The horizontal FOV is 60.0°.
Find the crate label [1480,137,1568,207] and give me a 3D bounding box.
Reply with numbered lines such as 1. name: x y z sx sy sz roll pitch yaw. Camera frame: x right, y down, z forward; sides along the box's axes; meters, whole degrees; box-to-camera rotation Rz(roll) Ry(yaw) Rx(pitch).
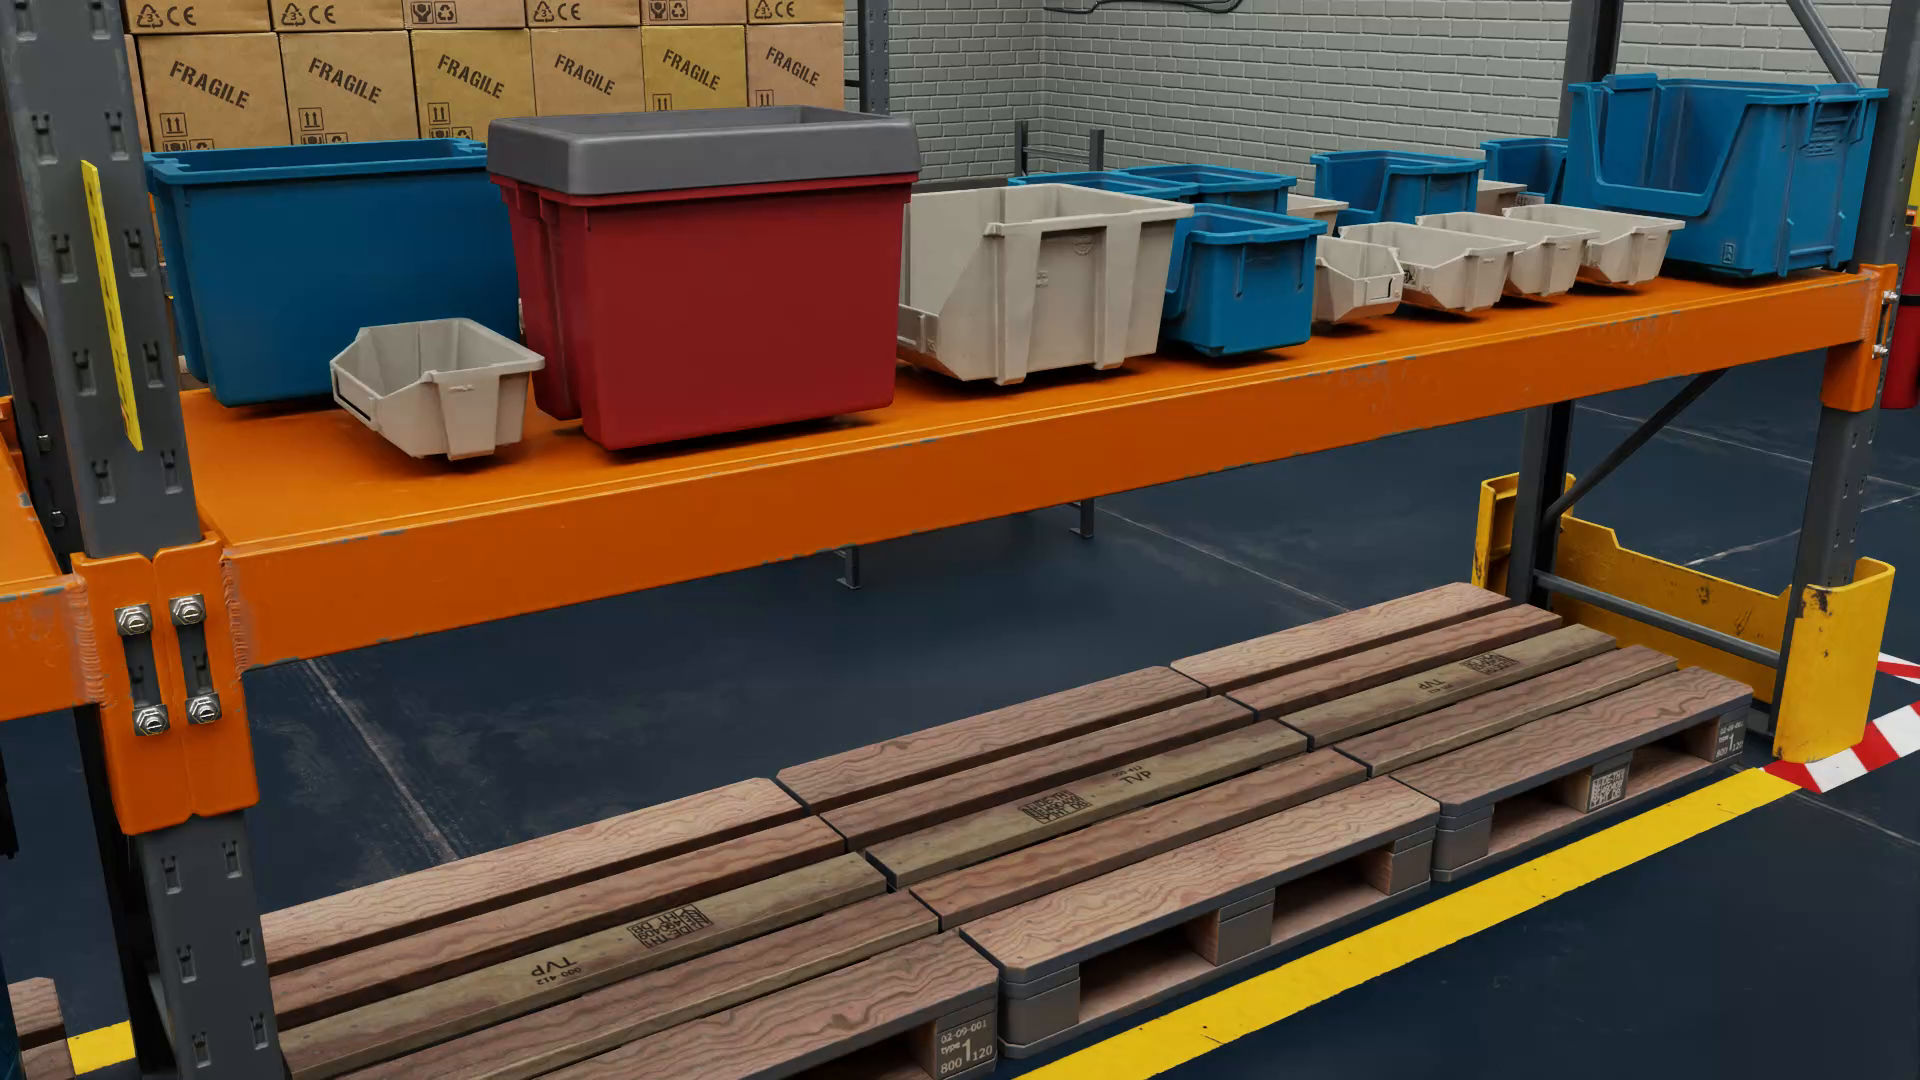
1. crate label: 1.670 -0.984 4.640 0.303 0.233 0.416 -12 22 -31

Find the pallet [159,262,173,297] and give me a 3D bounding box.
1. pallet: -5.034 -1.944 11.666 1.213 0.211 1.003 -12 22 -31

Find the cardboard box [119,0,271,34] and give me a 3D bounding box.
1. cardboard box: -3.025 -2.231 6.444 0.500 0.500 0.500 -13 22 -33

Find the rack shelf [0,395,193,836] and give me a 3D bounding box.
1. rack shelf: -2.954 0.407 1.480 4.000 0.370 1.077 -12 22 -31

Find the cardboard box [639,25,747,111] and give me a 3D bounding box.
1. cardboard box: -1.319 -2.119 7.674 0.500 0.500 0.500 -12 22 -31

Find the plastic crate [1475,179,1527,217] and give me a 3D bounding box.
1. plastic crate: 1.357 -0.904 4.554 0.298 0.136 0.250 -12 22 -31

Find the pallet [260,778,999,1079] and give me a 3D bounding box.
1. pallet: -0.690 0.895 3.267 1.213 0.211 1.003 -12 22 -31

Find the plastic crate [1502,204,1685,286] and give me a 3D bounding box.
1. plastic crate: 1.476 -0.702 3.955 0.243 0.136 0.396 -12 22 -31

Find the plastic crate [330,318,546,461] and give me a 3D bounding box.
1. plastic crate: -0.816 -0.233 2.569 0.243 0.136 0.396 -12 22 -31

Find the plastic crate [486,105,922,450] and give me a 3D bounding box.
1. plastic crate: -0.400 -0.435 2.654 0.583 0.464 0.402 -12 22 -31

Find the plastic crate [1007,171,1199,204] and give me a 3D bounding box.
1. plastic crate: 0.320 -0.699 3.798 0.300 0.233 0.416 -12 22 -31

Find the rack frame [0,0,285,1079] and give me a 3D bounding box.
1. rack frame: -1.283 -0.286 2.407 0.127 3.000 1.000 -12 22 -31

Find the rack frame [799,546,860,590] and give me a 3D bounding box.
1. rack frame: -0.496 -0.606 5.695 0.032 1.500 0.500 -12 22 -31

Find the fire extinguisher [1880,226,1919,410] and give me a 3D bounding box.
1. fire extinguisher: 2.433 -0.682 4.282 0.183 0.674 0.296 -12 22 -31

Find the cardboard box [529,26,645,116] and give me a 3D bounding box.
1. cardboard box: -1.739 -2.033 7.419 0.500 0.500 0.500 -12 22 -31

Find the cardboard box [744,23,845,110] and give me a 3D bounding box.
1. cardboard box: -0.888 -2.212 7.947 0.500 0.500 0.500 -11 22 -30

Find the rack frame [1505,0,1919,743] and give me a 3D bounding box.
1. rack frame: 2.057 -0.990 4.491 0.127 3.000 1.000 -12 22 -31

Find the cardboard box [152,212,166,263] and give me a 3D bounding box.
1. cardboard box: -5.630 -2.143 11.146 0.500 0.500 0.700 -12 22 -32

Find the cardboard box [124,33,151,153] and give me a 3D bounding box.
1. cardboard box: -3.429 -1.676 6.362 0.500 0.500 0.500 -11 22 -30

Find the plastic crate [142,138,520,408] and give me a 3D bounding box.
1. plastic crate: -1.081 -0.480 2.913 0.575 0.384 0.392 -12 22 -31

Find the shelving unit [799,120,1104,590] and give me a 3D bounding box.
1. shelving unit: -0.071 -0.695 5.960 1.048 1.500 0.538 -12 22 -31

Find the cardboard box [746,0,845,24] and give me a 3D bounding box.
1. cardboard box: -0.884 -2.685 7.786 0.500 0.500 0.500 -12 22 -32

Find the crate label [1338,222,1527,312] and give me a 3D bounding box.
1. crate label: 1.007 -0.599 3.651 0.243 0.136 0.396 -12 22 -31

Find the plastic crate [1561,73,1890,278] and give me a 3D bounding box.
1. plastic crate: 1.881 -0.927 4.153 0.499 0.435 0.616 -12 22 -31

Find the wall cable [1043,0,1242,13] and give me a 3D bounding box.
1. wall cable: 1.529 -5.912 14.530 0.112 2.526 3.097 -12 22 -31

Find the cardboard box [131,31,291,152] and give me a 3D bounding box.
1. cardboard box: -3.003 -1.767 6.631 0.500 0.500 0.500 -11 22 -30

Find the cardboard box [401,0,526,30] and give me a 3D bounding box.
1. cardboard box: -2.165 -2.413 6.981 0.500 0.500 0.500 -11 22 -30

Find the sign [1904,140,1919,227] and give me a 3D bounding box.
1. sign: 2.374 -0.923 4.038 0.005 0.325 0.100 -12 22 -31

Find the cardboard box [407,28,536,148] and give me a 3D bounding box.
1. cardboard box: -2.160 -1.944 7.156 0.500 0.500 0.500 -12 22 -32

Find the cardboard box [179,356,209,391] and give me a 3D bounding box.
1. cardboard box: -3.404 -0.728 7.478 0.250 0.149 0.380 -12 22 -31

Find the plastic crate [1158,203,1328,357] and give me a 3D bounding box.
1. plastic crate: 0.483 -0.509 3.235 0.300 0.233 0.416 -12 22 -31

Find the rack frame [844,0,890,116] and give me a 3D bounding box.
1. rack frame: -0.664 -2.316 8.412 0.127 3.000 1.000 -12 22 -31

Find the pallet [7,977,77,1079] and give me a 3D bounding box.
1. pallet: -1.951 1.160 2.484 1.213 0.211 1.003 -12 22 -31

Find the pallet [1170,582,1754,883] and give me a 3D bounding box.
1. pallet: 1.347 0.465 4.539 1.213 0.211 1.003 -12 22 -31

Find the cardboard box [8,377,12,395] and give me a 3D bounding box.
1. cardboard box: -3.535 -0.562 6.736 0.500 0.311 0.500 -12 22 -31

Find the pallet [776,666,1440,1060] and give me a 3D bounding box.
1. pallet: 0.329 0.679 3.907 1.213 0.211 1.003 -12 22 -31

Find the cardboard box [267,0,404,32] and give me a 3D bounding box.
1. cardboard box: -2.596 -2.322 6.711 0.500 0.500 0.500 -13 22 -33

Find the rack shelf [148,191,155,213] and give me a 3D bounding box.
1. rack shelf: -2.334 -1.623 7.485 4.000 0.370 1.077 -12 22 -31

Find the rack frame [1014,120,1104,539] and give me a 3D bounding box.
1. rack frame: 0.353 -0.785 6.225 0.032 1.500 0.500 -12 22 -31

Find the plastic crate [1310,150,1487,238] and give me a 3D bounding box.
1. plastic crate: 1.120 -0.868 4.297 0.300 0.233 0.416 -12 22 -31

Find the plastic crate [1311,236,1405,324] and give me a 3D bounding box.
1. plastic crate: 0.770 -0.542 3.483 0.250 0.136 0.298 -12 22 -31

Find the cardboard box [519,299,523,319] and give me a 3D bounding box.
1. cardboard box: -2.109 -1.026 8.202 0.500 0.250 0.500 -12 22 -31

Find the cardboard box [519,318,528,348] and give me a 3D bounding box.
1. cardboard box: -1.792 -0.901 7.832 0.500 0.250 0.500 -12 22 -31

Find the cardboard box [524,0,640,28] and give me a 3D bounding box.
1. cardboard box: -1.736 -2.503 7.249 0.500 0.500 0.500 -11 22 -30

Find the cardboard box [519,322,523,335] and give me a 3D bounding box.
1. cardboard box: -2.438 -0.970 7.640 0.637 0.503 0.797 -12 22 -31

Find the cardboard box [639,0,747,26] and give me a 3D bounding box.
1. cardboard box: -1.306 -2.596 7.522 0.500 0.500 0.500 -11 22 -30

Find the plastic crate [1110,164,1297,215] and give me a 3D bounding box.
1. plastic crate: 0.571 -0.752 3.954 0.300 0.233 0.416 -12 22 -31

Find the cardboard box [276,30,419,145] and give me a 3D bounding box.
1. cardboard box: -2.584 -1.854 6.890 0.500 0.500 0.500 -12 22 -32

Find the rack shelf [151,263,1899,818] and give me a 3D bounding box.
1. rack shelf: 0.387 -0.297 3.564 4.000 0.370 1.077 -12 22 -31

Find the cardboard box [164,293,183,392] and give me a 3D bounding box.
1. cardboard box: -3.685 -0.812 7.179 0.500 0.500 0.500 -12 22 -31

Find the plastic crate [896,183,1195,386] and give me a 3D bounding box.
1. plastic crate: 0.093 -0.478 3.066 0.530 0.282 0.437 -12 22 -31

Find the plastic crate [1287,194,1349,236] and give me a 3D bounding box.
1. plastic crate: 0.790 -0.785 4.200 0.298 0.136 0.250 -12 22 -31

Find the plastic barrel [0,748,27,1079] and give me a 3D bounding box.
1. plastic barrel: -1.747 0.600 2.406 0.708 0.901 0.600 -12 22 -31

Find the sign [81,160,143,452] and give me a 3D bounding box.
1. sign: -0.982 -0.270 1.926 0.005 0.325 0.100 -12 22 -31

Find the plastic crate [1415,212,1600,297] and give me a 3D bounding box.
1. plastic crate: 1.226 -0.655 3.816 0.243 0.136 0.396 -12 22 -31

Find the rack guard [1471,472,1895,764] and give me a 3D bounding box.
1. rack guard: 2.070 0.186 4.914 0.348 0.500 1.175 -12 22 -31
